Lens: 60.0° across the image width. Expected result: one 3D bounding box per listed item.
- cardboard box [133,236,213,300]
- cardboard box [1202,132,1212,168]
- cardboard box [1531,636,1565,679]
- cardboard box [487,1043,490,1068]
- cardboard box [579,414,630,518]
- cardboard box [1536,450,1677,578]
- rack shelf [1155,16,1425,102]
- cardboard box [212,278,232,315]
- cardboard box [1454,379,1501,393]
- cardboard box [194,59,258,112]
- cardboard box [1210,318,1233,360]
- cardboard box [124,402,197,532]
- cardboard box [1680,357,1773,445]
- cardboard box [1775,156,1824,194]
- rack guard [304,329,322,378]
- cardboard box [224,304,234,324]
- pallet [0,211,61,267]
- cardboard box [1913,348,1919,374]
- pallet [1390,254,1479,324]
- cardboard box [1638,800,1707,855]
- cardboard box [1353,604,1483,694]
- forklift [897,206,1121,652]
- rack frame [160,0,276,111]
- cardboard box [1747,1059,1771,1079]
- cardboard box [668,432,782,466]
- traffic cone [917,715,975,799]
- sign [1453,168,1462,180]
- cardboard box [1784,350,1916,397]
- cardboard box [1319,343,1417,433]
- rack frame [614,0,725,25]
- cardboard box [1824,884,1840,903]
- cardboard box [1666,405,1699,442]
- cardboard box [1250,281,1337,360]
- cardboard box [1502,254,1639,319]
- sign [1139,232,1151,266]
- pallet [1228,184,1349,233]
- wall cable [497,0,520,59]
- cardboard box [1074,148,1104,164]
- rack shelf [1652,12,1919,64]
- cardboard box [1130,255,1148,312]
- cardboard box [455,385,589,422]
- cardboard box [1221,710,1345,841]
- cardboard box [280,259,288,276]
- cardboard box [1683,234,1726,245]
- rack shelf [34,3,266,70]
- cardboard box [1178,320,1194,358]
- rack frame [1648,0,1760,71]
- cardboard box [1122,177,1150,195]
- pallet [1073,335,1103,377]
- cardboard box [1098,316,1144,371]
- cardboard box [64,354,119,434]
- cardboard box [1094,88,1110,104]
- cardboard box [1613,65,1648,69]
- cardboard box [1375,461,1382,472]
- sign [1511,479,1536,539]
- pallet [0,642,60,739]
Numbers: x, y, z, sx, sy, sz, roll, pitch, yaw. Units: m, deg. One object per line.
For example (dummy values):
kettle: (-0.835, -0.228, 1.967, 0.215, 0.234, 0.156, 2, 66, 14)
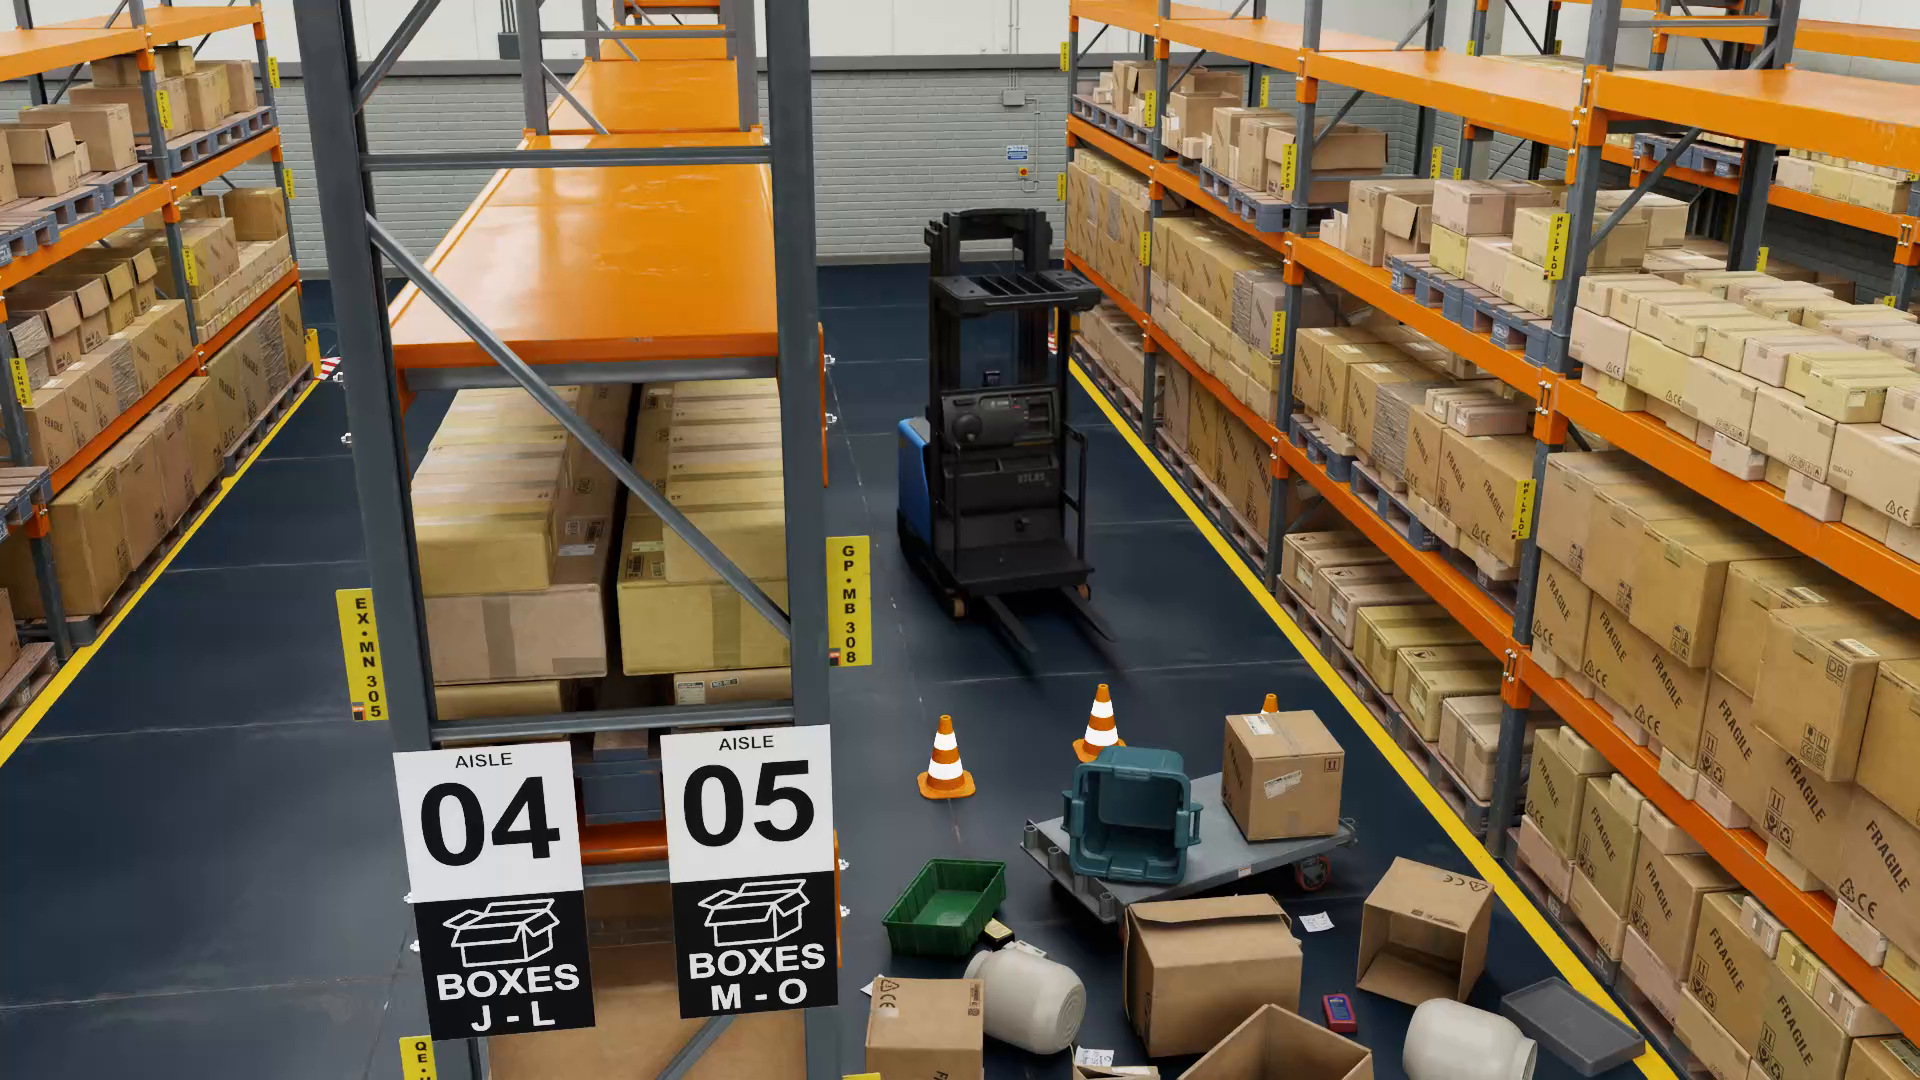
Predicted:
cardboard box: (-7.278, -2.516, 15.382, 0.500, 0.500, 0.500, -3, 21, -8)
cardboard box: (2.262, -3.305, 14.083, 0.396, 0.266, 0.258, -1, 21, -3)
cardboard box: (3.226, 0.597, 8.691, 0.380, 0.149, 0.250, -3, 21, -8)
cardboard box: (-1.008, 1.637, 5.331, 0.875, 0.550, 0.550, -3, 21, -8)
cardboard box: (-1.299, -0.197, 5.216, 0.500, 0.250, 0.500, -3, 21, -8)
cardboard box: (3.347, -0.138, 8.301, 0.700, 0.500, 0.500, -3, 21, -8)
rack shelf: (2.633, -4.010, 13.691, 1.077, 0.370, 4.000, -3, 21, -8)
cardboard box: (-7.337, -2.334, 15.967, 0.500, 0.250, 0.500, -3, 21, -8)
cardboard box: (3.499, -0.729, 10.712, 0.500, 0.500, 0.500, -4, 21, -10)
cardboard box: (-7.910, -4.820, 17.660, 0.700, 0.500, 0.500, -4, 21, -11)
cardboard box: (2.428, -1.704, 13.990, 0.500, 0.250, 0.500, -3, 21, -9)
cardboard box: (-7.220, -0.588, 13.940, 1.225, 0.875, 0.875, -4, 21, -10)
cardboard box: (3.433, -0.602, 7.044, 0.500, 0.250, 0.500, -3, 21, -7)
cardboard box: (7.373, -3.131, 14.238, 0.500, 0.250, 0.500, -3, 21, -8)
rack guard: (-8.042, -2.139, 19.228, 1.175, 0.500, 0.348, -3, 21, -8)
cardboard box: (-7.291, -2.191, 16.154, 0.380, 0.149, 0.250, -3, 21, -9)
pallet: (-7.031, -2.068, 11.450, 1.213, 0.211, 1.003, -2, 21, -5)
cardboard box: (4.078, -0.677, 6.673, 0.380, 0.149, 0.250, -3, 21, -7)
pallet: (3.362, -1.542, 10.038, 1.213, 0.211, 1.003, -3, 21, -8)
cardboard box: (3.392, 1.325, 7.713, 0.380, 0.149, 0.250, -2, 21, -5)
cardboard box: (3.211, 0.717, 11.165, 0.950, 0.372, 0.625, -2, 21, -6)
forklift: (0.376, -0.932, 12.523, 1.130, 2.935, 3.031, -6, 21, -16)
rack frame: (-8.038, -6.112, 17.719, 1.000, 3.000, 0.127, -3, 21, -8)
cardboard box: (3.625, 2.384, 6.876, 0.500, 0.250, 0.500, -3, 21, -8)
cardboard box: (-0.615, -0.188, 4.623, 0.380, 0.149, 0.250, -3, 21, -9)
traffic cone: (-0.085, 1.286, 10.111, 0.336, 0.463, 0.334, -3, 21, -8)
sign: (6.142, -4.431, 20.555, 0.100, 0.325, 0.005, -3, 21, -8)
cardboard box: (3.526, -0.648, 6.596, 0.380, 0.149, 0.250, -3, 21, -7)
cardboard box: (2.839, -1.067, 11.617, 0.500, 0.500, 0.500, -2, 21, -5)
rack frame: (-2.539, -4.942, 14.587, 1.000, 3.000, 0.127, -3, 21, -8)
cardboard box: (3.682, 1.382, 6.587, 0.380, 0.149, 0.250, -3, 21, -7)
cardboard box: (3.424, -0.551, 7.477, 0.380, 0.149, 0.250, -2, 21, -6)
cardboard box: (2.588, -1.712, 12.942, 0.500, 0.500, 0.500, -3, 21, -9)
cardboard box: (3.270, -1.373, 8.932, 0.500, 0.250, 0.500, -3, 21, -9)
sign: (1.796, -2.830, 16.157, 0.100, 0.325, 0.005, -3, 21, -8)
pallet: (2.776, -2.568, 12.788, 1.213, 0.211, 1.003, -2, 21, -5)
wall cable: (-5.443, -9.750, 22.863, 2.277, 5.999, 0.120, -3, 21, -8)
cardboard box: (1.545, -4.483, 19.434, 0.380, 0.149, 0.250, -2, 21, -7)
rack shelf: (7.544, -4.261, 14.364, 1.077, 0.370, 4.000, -3, 21, -8)
cardboard box: (2.025, -2.611, 16.776, 0.500, 0.500, 0.500, -3, 21, -7)
cardboard box: (-1.377, -0.421, 5.246, 0.380, 0.149, 0.250, -3, 21, -9)
cardboard box: (1.741, 1.270, 9.019, 0.500, 0.500, 0.500, -3, 21, -8)
cardboard box: (-7.622, -2.987, 18.286, 0.380, 0.149, 0.250, -3, 21, -7)
cardboard box: (7.104, -2.733, 16.503, 0.700, 0.500, 0.500, -2, 21, -6)
rack shelf: (-7.750, -4.895, 16.060, 1.077, 0.370, 4.000, -3, 21, -8)
cardboard box: (2.281, -1.823, 15.024, 0.500, 0.250, 0.500, -3, 21, -8)
rack frame: (7.256, -5.478, 16.023, 1.000, 3.000, 0.127, -3, 21, -8)
cardboard box: (1.903, -3.681, 17.286, 0.380, 0.149, 0.250, -3, 21, -8)
pallet: (1.961, -2.222, 19.864, 1.003, 0.211, 1.213, -3, 21, -8)
cardboard box: (2.102, -2.258, 19.036, 0.875, 0.438, 0.875, -2, 21, -6)
cardboard box: (-6.840, -1.116, 12.774, 0.500, 0.500, 0.500, -3, 21, -9)
cardboard box: (1.697, -4.944, 18.495, 0.380, 0.149, 0.250, -2, 21, -6)
cardboard box: (7.224, -5.089, 18.342, 0.500, 0.250, 0.500, -3, 21, -8)
cardboard box: (2.996, -0.520, 11.081, 0.380, 0.149, 0.250, -2, 21, -6)
sign: (2.949, -0.160, 8.702, 0.100, 0.325, 0.005, -3, 21, -8)
pallet: (-6.774, 1.045, 11.115, 1.003, 0.211, 1.213, -3, 21, -8)
